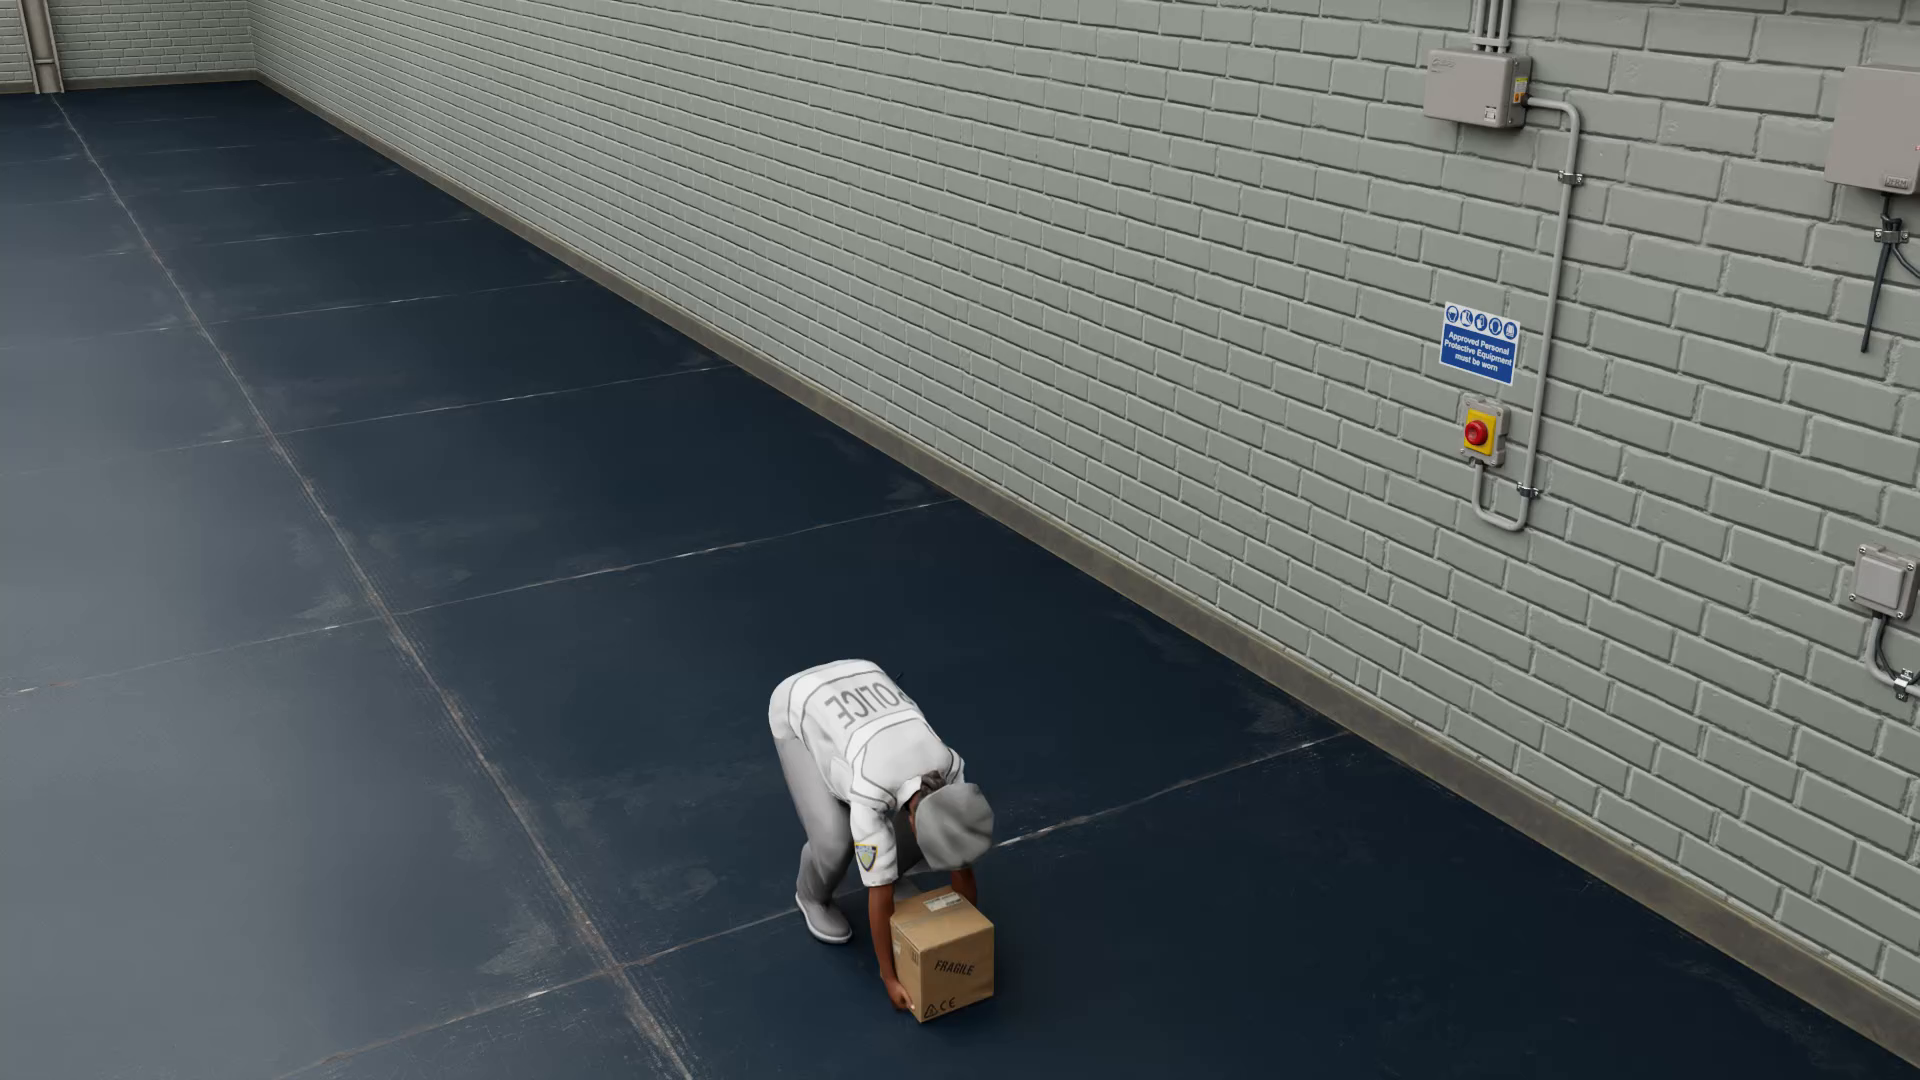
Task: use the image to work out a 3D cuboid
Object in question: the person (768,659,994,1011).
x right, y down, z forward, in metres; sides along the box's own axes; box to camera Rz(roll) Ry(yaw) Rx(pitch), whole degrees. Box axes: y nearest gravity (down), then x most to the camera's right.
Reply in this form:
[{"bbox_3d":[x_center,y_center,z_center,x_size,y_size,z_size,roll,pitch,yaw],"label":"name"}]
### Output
[{"bbox_3d":[-0.234,0.858,5.070,0.472,0.850,0.910,-14,26,-30],"label":"person"}]
